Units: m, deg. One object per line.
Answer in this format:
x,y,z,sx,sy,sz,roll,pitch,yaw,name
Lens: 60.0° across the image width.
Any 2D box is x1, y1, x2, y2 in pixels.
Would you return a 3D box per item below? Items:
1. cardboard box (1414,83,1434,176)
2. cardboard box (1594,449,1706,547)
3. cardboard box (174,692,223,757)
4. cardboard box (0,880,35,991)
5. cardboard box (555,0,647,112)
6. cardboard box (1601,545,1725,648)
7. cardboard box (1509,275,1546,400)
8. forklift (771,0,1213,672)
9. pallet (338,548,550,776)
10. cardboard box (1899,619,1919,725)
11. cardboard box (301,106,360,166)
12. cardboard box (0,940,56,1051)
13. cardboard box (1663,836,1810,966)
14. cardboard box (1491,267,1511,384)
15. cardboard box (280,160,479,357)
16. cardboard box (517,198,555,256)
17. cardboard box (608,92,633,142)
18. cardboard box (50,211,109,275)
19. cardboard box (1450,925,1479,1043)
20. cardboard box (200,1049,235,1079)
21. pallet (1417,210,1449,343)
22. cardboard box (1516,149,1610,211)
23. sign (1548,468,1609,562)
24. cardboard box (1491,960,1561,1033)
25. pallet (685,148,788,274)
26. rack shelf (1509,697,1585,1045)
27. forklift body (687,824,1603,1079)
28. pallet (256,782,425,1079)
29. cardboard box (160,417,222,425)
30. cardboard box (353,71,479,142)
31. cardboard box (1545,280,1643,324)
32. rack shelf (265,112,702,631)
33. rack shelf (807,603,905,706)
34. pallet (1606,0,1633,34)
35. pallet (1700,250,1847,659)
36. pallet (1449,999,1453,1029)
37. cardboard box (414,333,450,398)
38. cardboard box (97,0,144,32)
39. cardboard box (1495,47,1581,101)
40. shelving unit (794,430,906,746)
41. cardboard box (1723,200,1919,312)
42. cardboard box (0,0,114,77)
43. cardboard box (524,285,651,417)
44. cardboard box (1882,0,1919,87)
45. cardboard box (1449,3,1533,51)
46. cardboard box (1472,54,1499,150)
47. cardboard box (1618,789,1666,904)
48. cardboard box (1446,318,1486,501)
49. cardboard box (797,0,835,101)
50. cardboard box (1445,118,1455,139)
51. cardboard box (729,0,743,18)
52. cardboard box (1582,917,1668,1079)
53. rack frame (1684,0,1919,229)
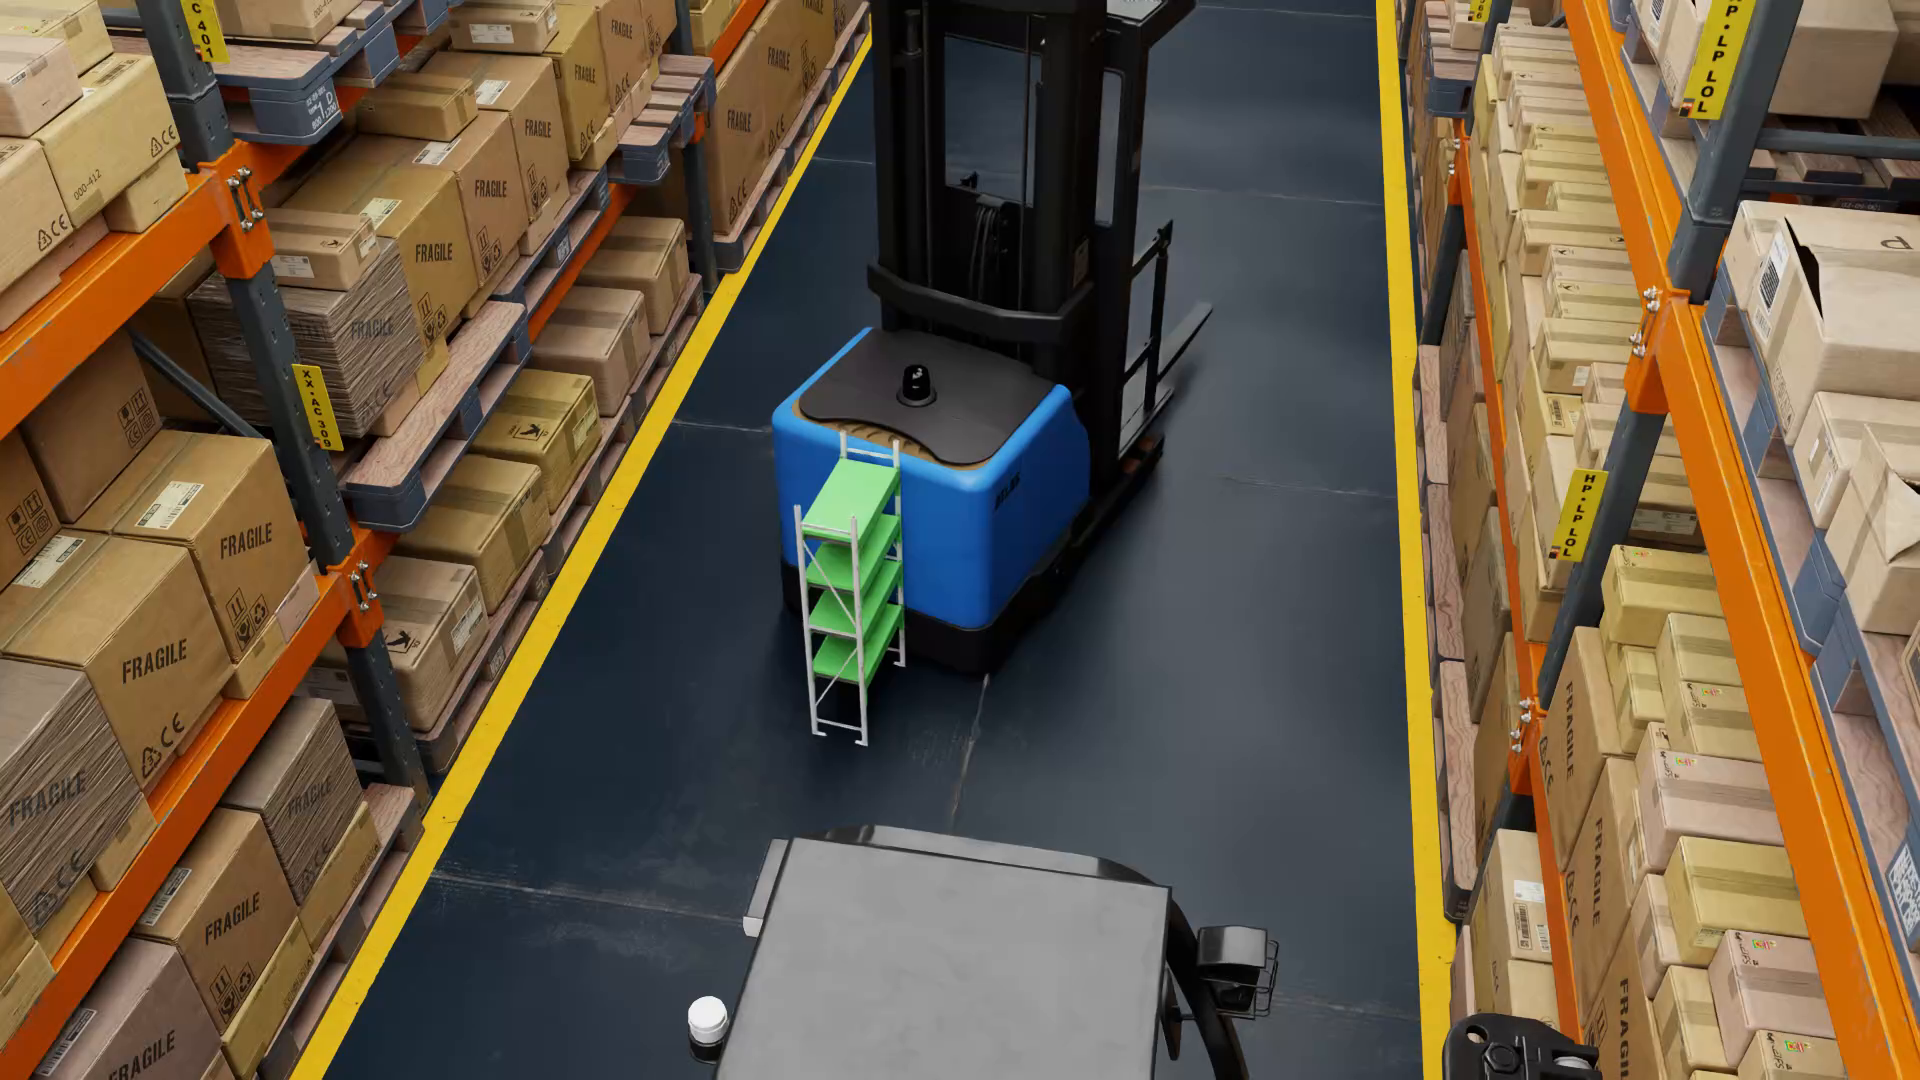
3.106,-2.566,10.228,0.500,0.500,0.500,5,40,6,cardboard box
2.136,-0.126,5.057,0.380,0.149,0.250,8,40,9,cardboard box
-2.507,0.501,5.084,0.380,0.149,0.250,7,40,8,cardboard box
-2.677,0.982,3.993,0.500,0.500,0.500,6,40,7,cardboard box
-1.785,-2.327,7.666,0.500,0.500,0.500,6,40,7,cardboard box
1.949,0.166,4.471,0.380,0.149,0.250,7,40,9,cardboard box
2.305,-0.713,6.081,0.500,0.250,0.500,7,40,9,cardboard box
0.357,-1.495,7.355,1.130,2.935,3.031,19,43,22,forklift
-2.460,0.443,7.146,1.003,0.211,1.213,6,40,8,pallet
1.855,0.216,2.388,0.797,0.503,0.637,8,40,9,cardboard box
-2.560,-1.408,6.554,0.500,0.500,0.500,8,40,9,cardboard box
-2.604,1.150,4.299,0.380,0.149,0.250,7,40,8,cardboard box
1.793,0.817,3.683,0.380,0.149,0.250,6,40,7,cardboard box
2.405,-0.835,6.620,0.500,0.250,0.500,8,40,9,cardboard box
-2.144,-1.035,6.104,0.500,0.500,0.500,7,40,8,cardboard box
-1.934,-1.335,6.975,0.380,0.149,0.250,8,40,9,cardboard box
-1.752,-1.991,7.768,0.380,0.149,0.250,5,40,6,cardboard box
-2.478,-0.822,4.330,0.380,0.149,0.250,7,40,8,cardboard box
1.886,1.567,5.426,0.500,0.250,0.500,7,40,8,cardboard box
-2.606,1.809,5.133,0.500,0.250,0.500,7,40,8,cardboard box
3.155,-1.498,9.493,1.003,0.211,1.213,6,40,8,pallet
2.430,-1.418,6.621,0.380,0.149,0.250,7,40,9,cardboard box
1.760,-0.068,4.728,0.100,0.325,0.005,6,40,8,sign
1.805,1.503,4.718,0.500,0.250,0.500,6,40,8,cardboard box
-1.691,-2.065,10.179,1.003,0.211,1.213,6,40,8,pallet
1.950,1.934,3.718,1.077,0.370,4.000,6,40,8,rack shelf
0.135,1.848,3.924,2.313,2.155,1.214,6,40,8,forklift body
-2.675,1.357,6.040,1.003,0.211,1.213,6,40,8,pallet
-2.776,-0.562,6.040,0.380,0.149,0.250,7,40,8,cardboard box
-2.077,-1.658,6.347,0.380,0.149,0.250,9,40,10,cardboard box
2.279,-0.775,5.842,0.380,0.149,0.250,5,40,7,cardboard box
-2.247,-1.121,7.413,1.077,0.370,4.000,6,40,8,rack shelf
-0.423,0.443,6.845,0.258,0.148,0.480,11,41,13,rack shelf
2.768,-2.054,5.771,1.003,0.211,1.213,8,40,10,pallet
2.174,-0.182,3.428,1.003,0.211,1.213,6,40,8,pallet
2.117,1.971,5.297,1.003,0.211,1.213,6,40,8,pallet
-2.135,-0.676,6.178,0.380,0.149,0.250,7,40,9,cardboard box
-2.635,-1.786,5.087,0.500,0.250,0.500,6,40,7,cardboard box
2.598,-2.062,7.399,0.380,0.149,0.250,7,40,9,cardboard box
-0.423,0.209,6.652,0.258,1.200,0.503,11,41,13,shelving unit
1.919,-0.610,3.665,0.380,0.149,0.250,7,40,9,cardboard box
-2.433,-1.287,4.267,0.380,0.149,0.250,7,40,9,cardboard box
-2.129,-0.985,8.417,0.950,0.372,0.625,6,40,7,cardboard box
2.636,-1.369,4.584,0.380,0.149,0.250,6,40,8,cardboard box
2.724,-2.628,8.539,0.380,0.149,0.250,7,40,8,cardboard box
2.646,-1.995,7.631,0.500,0.250,0.500,6,40,8,cardboard box
1.805,0.760,3.986,0.380,0.149,0.250,7,40,9,cardboard box
2.761,-0.554,7.697,0.875,0.625,0.625,8,40,9,cardboard box
-1.386,-3.541,11.114,0.875,0.875,0.875,7,40,9,cardboard box
2.930,-2.230,9.313,0.380,0.149,0.250,5,40,6,cardboard box
-1.497,-3.199,9.480,0.500,0.250,0.500,5,40,6,cardboard box
1.802,1.260,3.891,0.500,0.500,0.500,6,40,7,cardboard box
2.296,-1.910,3.095,1.000,3.000,0.127,6,40,8,rack frame
